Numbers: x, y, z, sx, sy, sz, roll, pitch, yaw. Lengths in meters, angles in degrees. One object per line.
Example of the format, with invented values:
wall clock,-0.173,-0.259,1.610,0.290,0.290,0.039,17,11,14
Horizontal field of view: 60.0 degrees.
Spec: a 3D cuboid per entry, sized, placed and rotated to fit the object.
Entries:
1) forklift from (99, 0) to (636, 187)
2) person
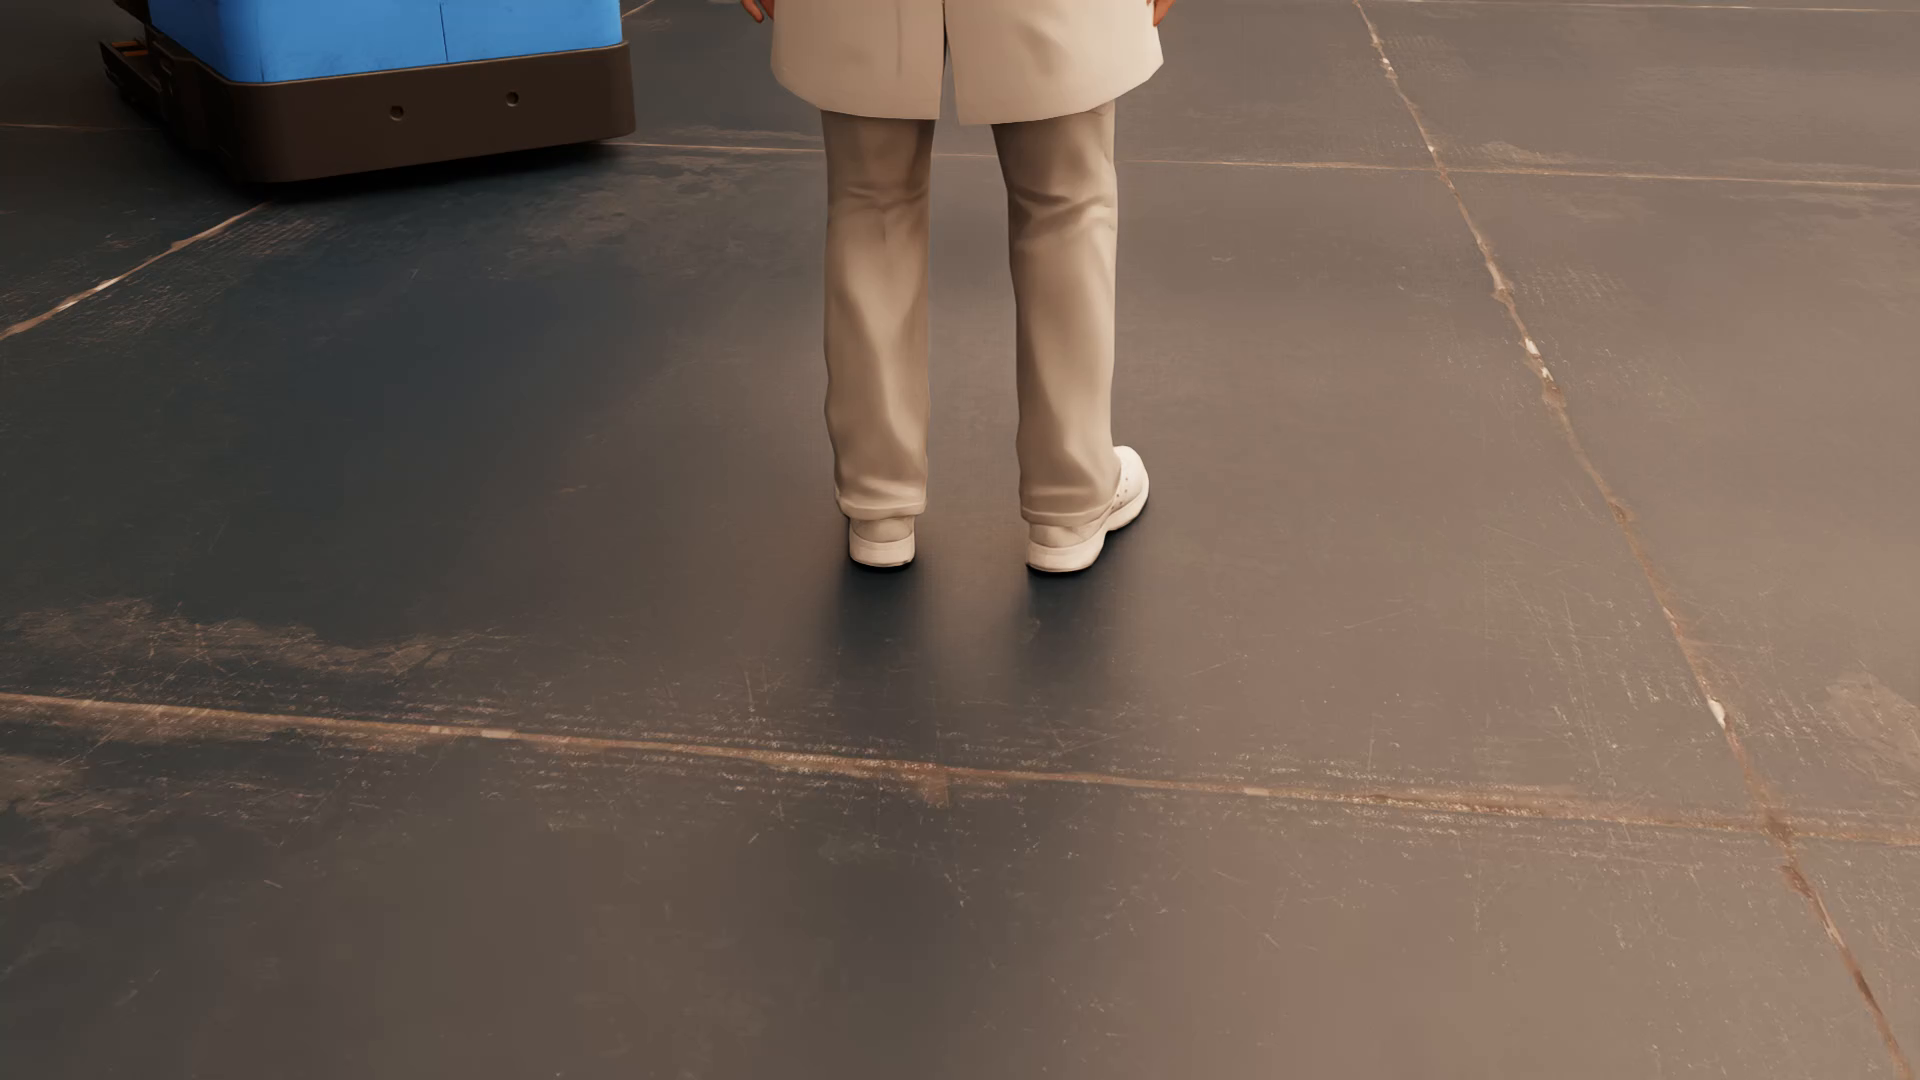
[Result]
forklift,-2.136,-2.801,4.831,1.130,2.935,3.031,-17,31,-30
person,-0.005,-0.808,2.133,0.644,1.773,0.431,3,27,5
